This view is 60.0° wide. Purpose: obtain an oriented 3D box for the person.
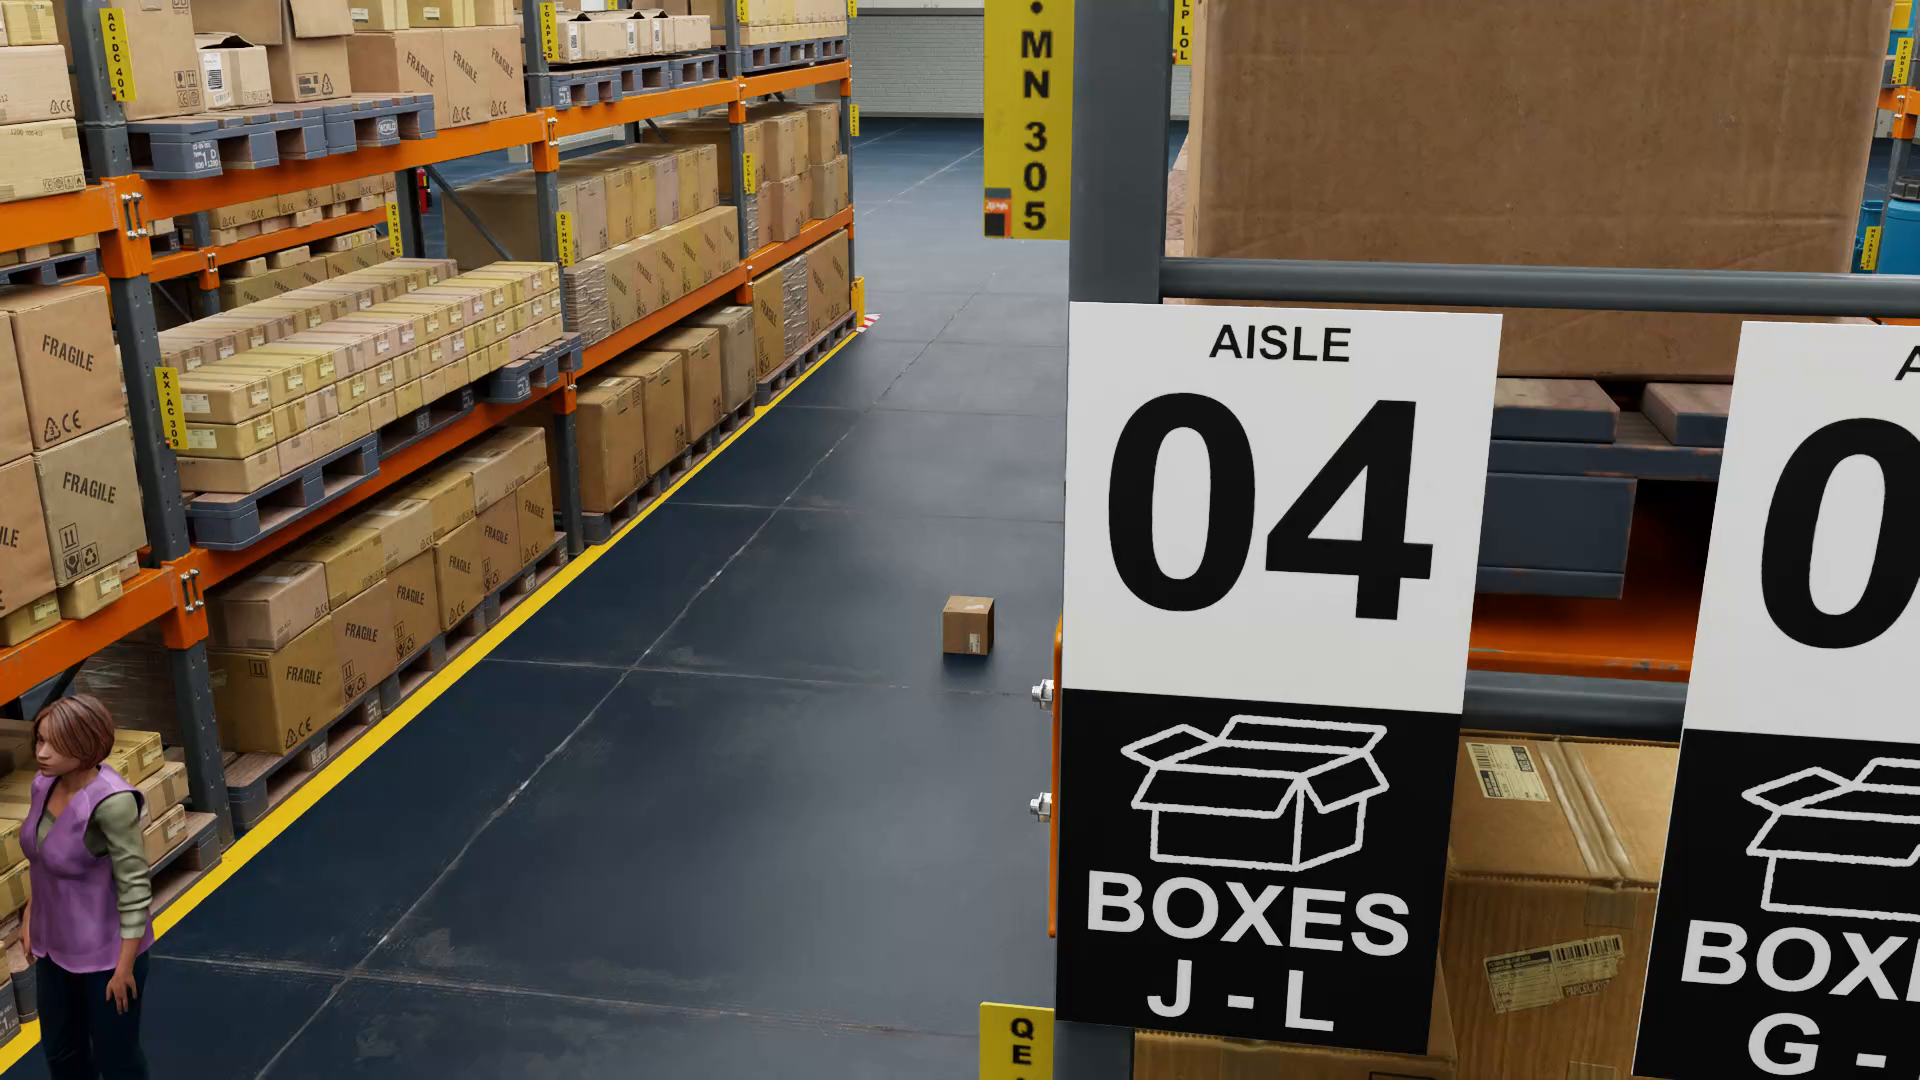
[{"bbox_3d":[-2.587,1.225,4.819,0.508,1.594,0.465,11,21,30],"label":"person"}]
